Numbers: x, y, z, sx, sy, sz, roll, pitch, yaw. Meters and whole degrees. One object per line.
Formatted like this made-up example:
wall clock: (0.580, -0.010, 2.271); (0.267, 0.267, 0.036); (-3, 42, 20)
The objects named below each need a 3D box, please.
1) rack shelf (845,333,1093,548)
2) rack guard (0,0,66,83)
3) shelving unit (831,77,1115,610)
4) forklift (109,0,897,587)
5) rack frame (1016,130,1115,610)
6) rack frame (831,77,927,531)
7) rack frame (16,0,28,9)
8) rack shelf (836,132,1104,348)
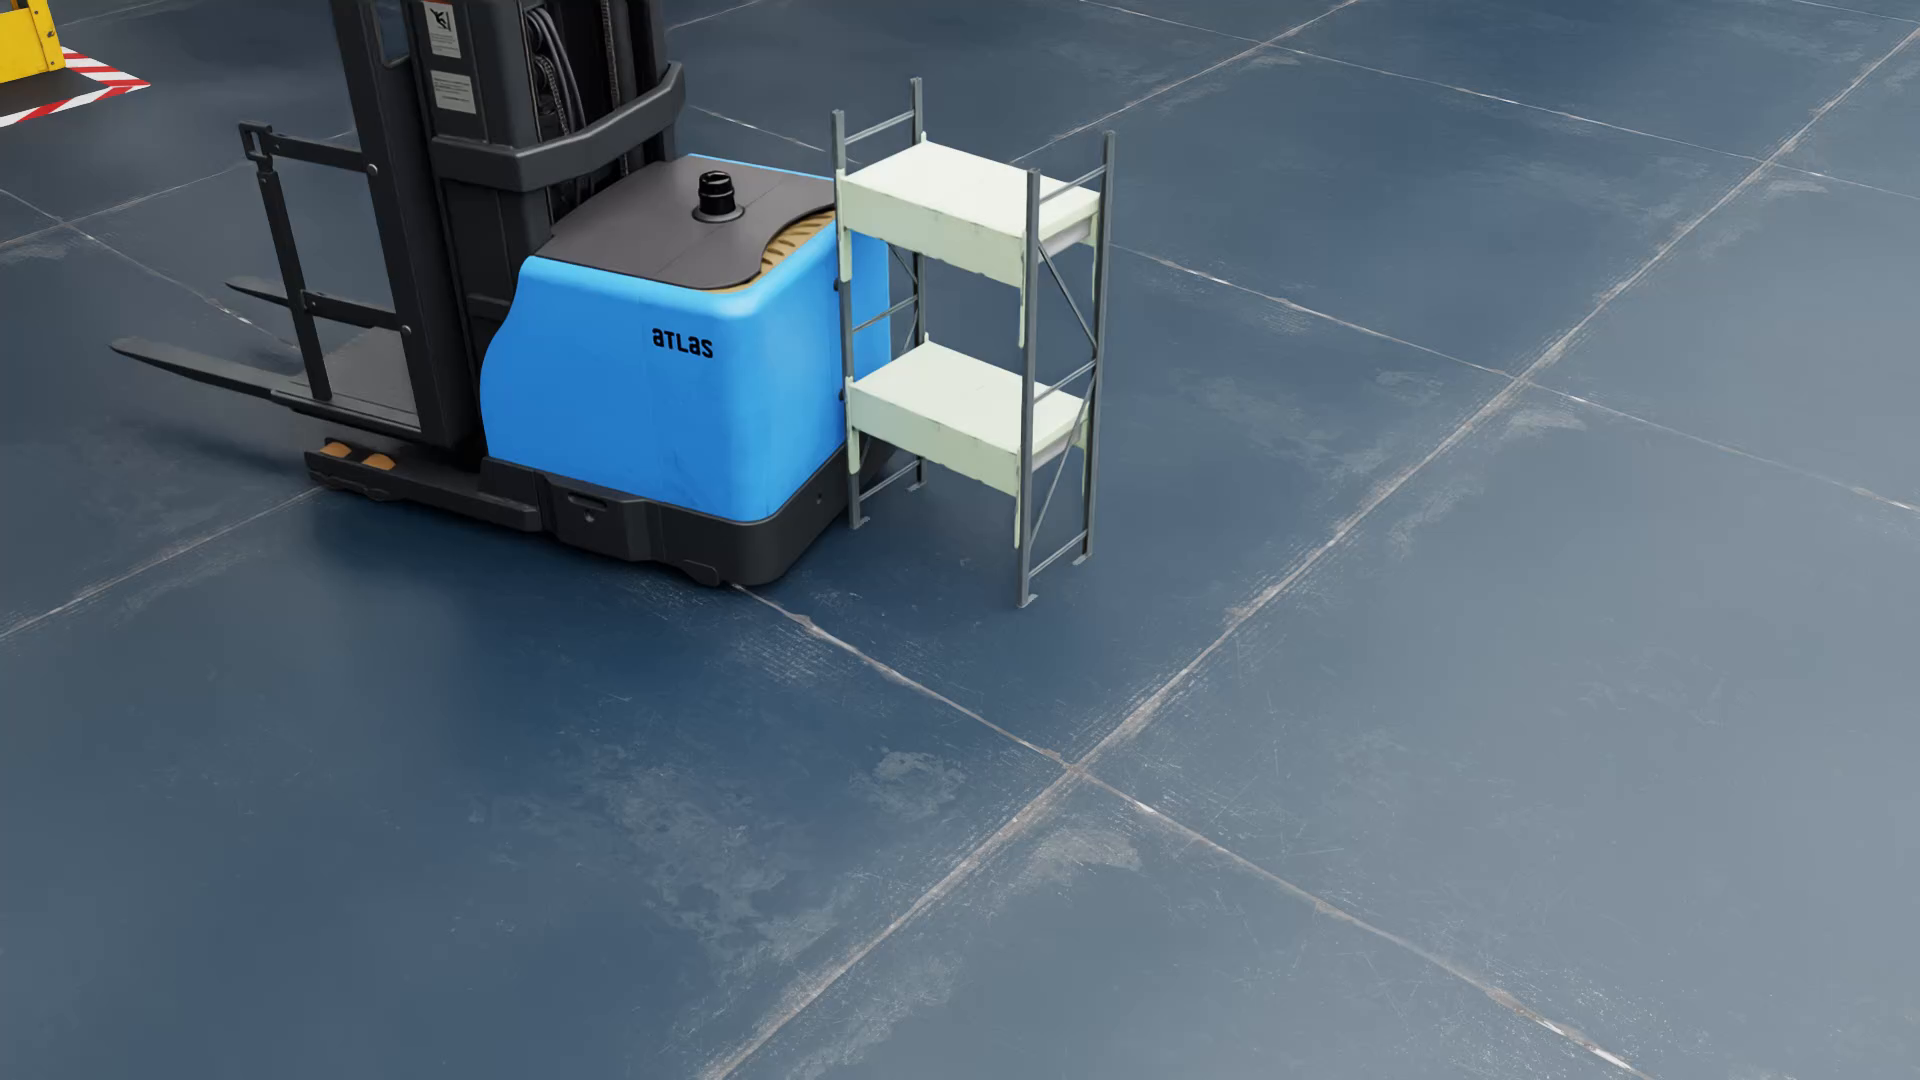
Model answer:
rack shelf: (0.033, -0.343, 5.501); (0.720, 0.370, 0.431); (24, 41, 31)
rack guard: (-5.765, -2.816, 9.409); (0.348, 0.500, 1.175); (25, 42, 32)
shelving unit: (0.033, -0.612, 5.316); (0.755, 1.500, 0.431); (24, 41, 31)
forklift: (-1.792, -1.603, 5.495); (3.031, 2.935, 1.130); (14, 37, 20)
rack frame: (0.318, -0.482, 5.127); (0.023, 1.500, 0.400); (24, 41, 31)
rack frame: (-0.253, -0.742, 5.505); (0.023, 1.500, 0.400); (24, 41, 31)
rack frame: (-5.676, -3.840, 8.691); (0.127, 3.000, 1.000); (25, 42, 32)
rack shelf: (0.033, -0.933, 5.095); (0.720, 0.370, 0.431); (24, 41, 31)
